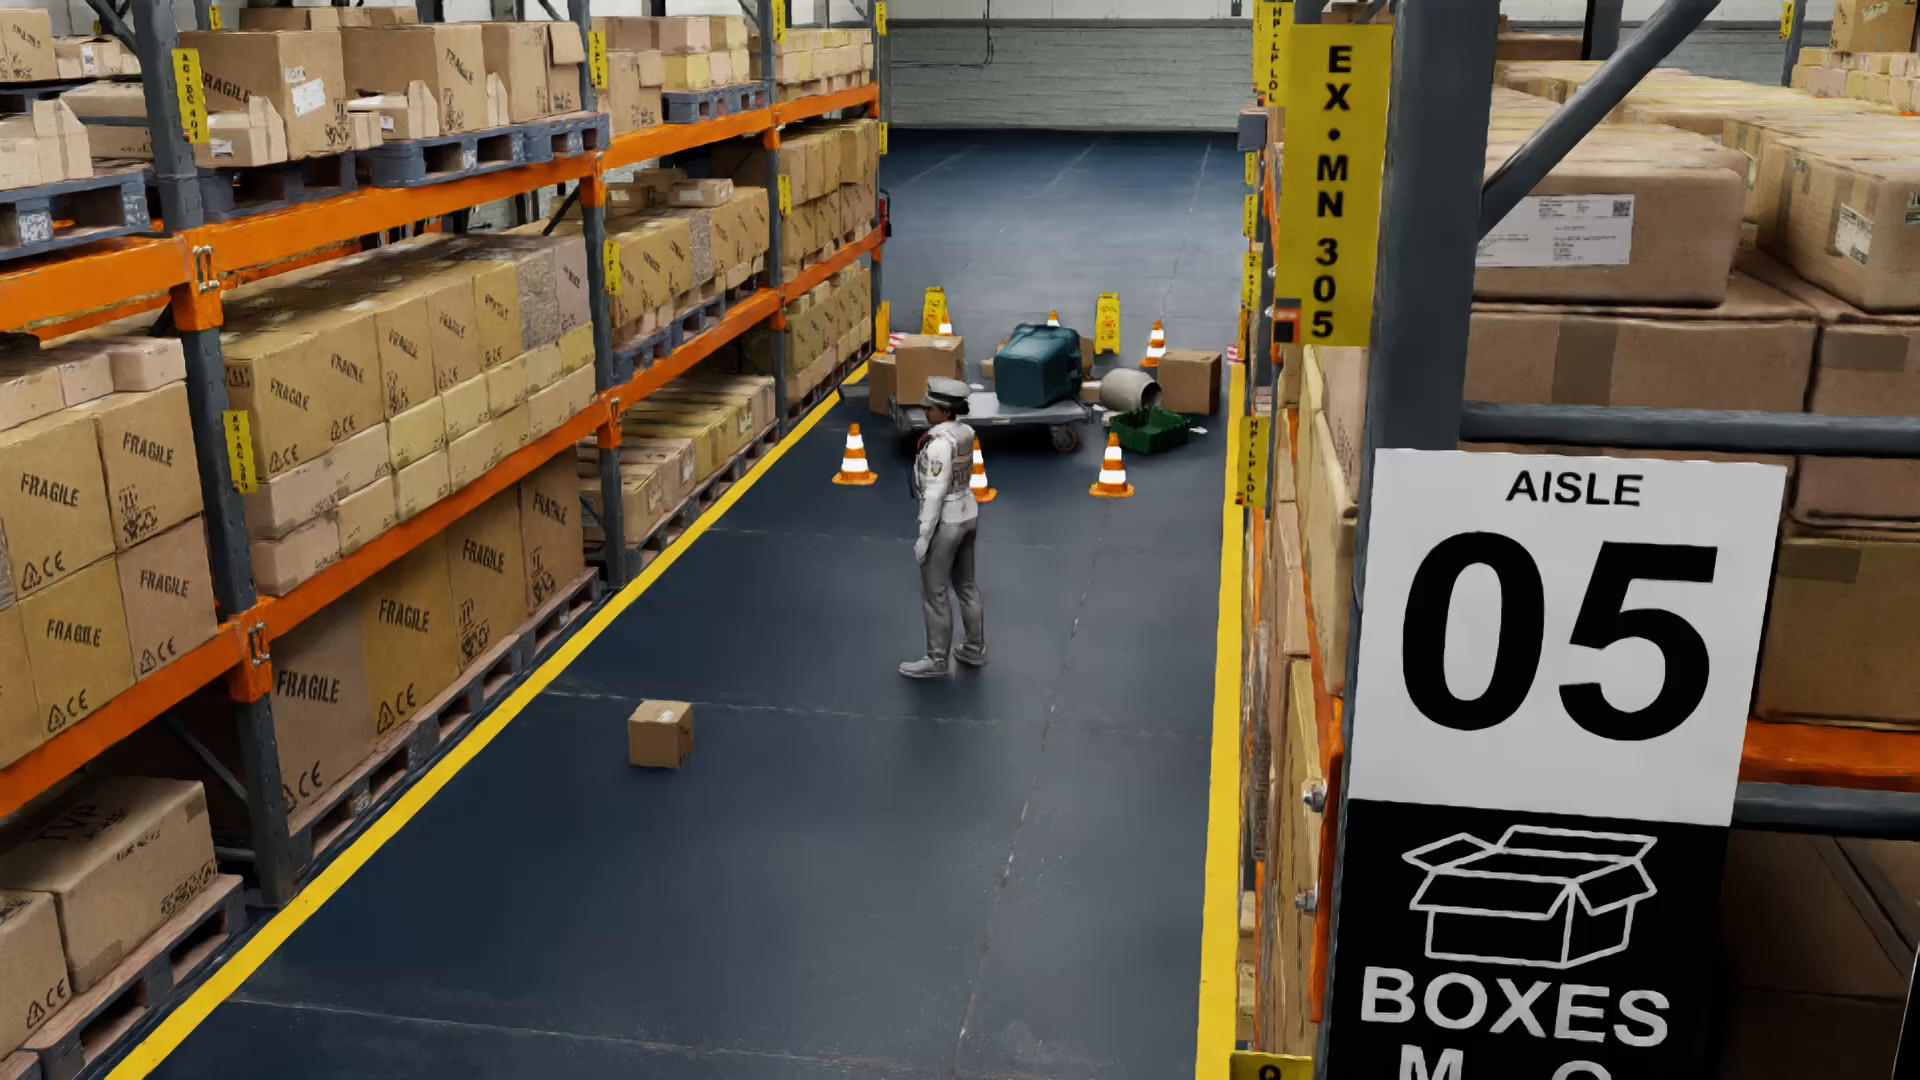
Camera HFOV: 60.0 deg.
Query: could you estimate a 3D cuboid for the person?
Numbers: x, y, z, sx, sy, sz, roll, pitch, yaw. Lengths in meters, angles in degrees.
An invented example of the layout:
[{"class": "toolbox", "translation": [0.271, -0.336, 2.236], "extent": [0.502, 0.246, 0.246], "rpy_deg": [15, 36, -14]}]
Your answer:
[{"class": "person", "translation": [-0.084, -0.073, 9.178], "extent": [0.394, 1.678, 0.553], "rpy_deg": [8, 20, 24]}]
